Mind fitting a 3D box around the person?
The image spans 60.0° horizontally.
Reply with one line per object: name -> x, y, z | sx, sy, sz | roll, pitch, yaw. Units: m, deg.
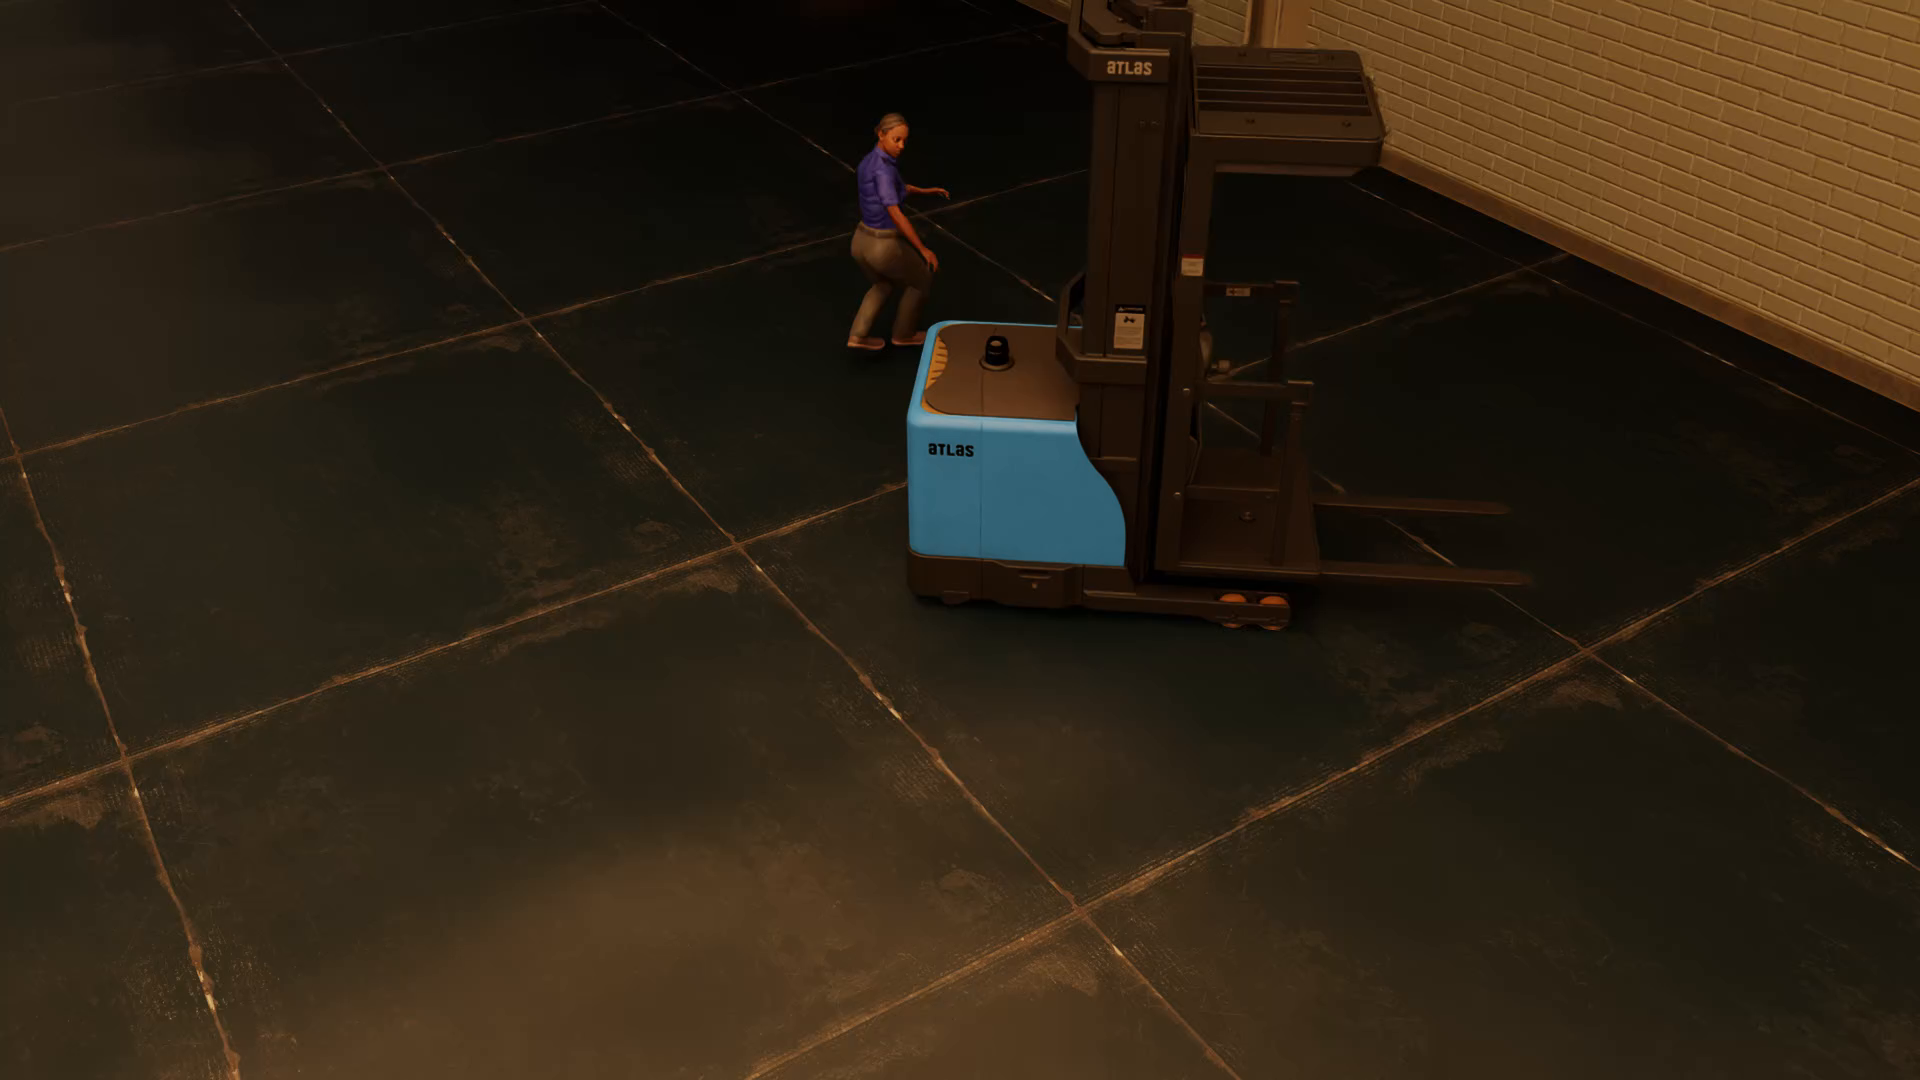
person -> -0.315, -1.782, 9.914 | 0.815, 1.531, 0.799 | -21, 40, -27

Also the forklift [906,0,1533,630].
forklift -> 1.288, -1.084, 7.690 | 3.031, 2.935, 1.130 | 3, 35, 5
